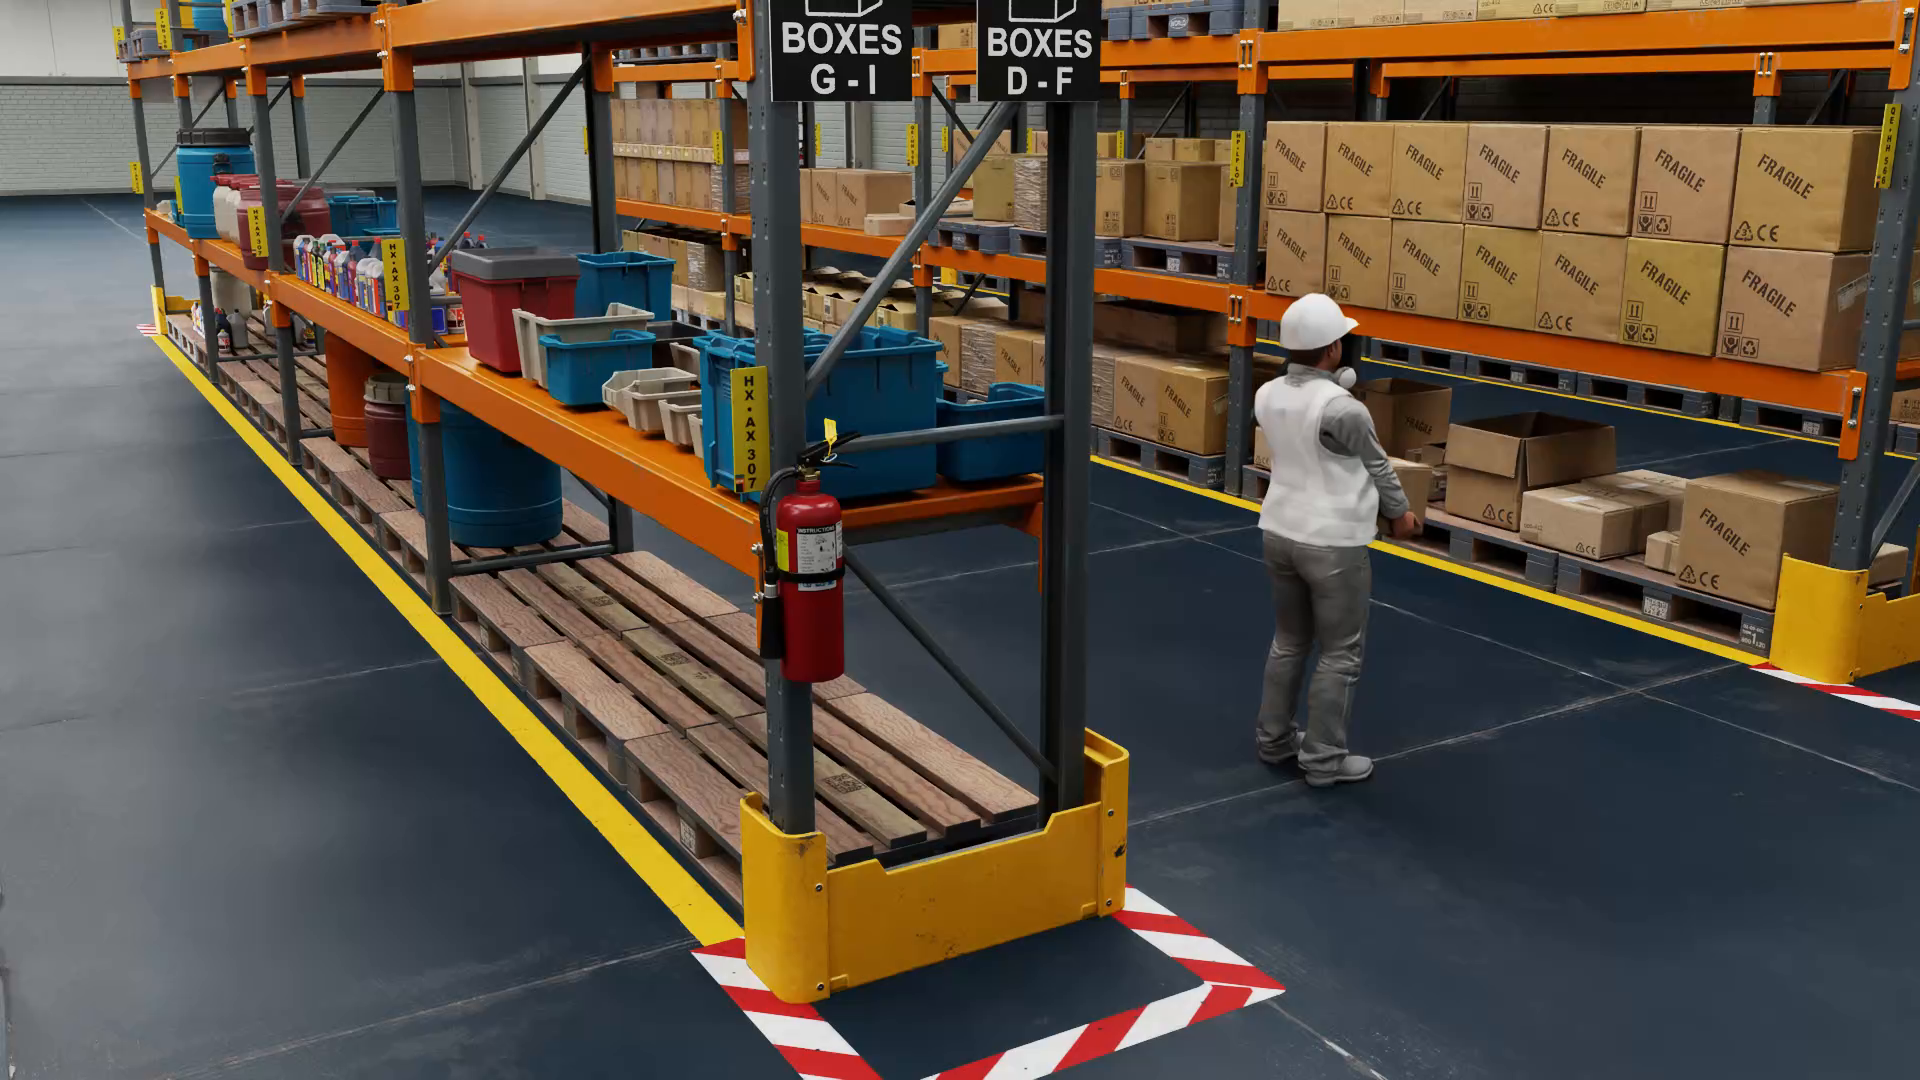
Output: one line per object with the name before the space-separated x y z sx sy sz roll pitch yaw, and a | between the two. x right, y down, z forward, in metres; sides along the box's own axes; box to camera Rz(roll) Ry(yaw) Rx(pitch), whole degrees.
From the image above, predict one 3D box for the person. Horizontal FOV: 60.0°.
person | 1.363 -0.017 6.055 0.548 1.764 0.494 -8 17 -29
